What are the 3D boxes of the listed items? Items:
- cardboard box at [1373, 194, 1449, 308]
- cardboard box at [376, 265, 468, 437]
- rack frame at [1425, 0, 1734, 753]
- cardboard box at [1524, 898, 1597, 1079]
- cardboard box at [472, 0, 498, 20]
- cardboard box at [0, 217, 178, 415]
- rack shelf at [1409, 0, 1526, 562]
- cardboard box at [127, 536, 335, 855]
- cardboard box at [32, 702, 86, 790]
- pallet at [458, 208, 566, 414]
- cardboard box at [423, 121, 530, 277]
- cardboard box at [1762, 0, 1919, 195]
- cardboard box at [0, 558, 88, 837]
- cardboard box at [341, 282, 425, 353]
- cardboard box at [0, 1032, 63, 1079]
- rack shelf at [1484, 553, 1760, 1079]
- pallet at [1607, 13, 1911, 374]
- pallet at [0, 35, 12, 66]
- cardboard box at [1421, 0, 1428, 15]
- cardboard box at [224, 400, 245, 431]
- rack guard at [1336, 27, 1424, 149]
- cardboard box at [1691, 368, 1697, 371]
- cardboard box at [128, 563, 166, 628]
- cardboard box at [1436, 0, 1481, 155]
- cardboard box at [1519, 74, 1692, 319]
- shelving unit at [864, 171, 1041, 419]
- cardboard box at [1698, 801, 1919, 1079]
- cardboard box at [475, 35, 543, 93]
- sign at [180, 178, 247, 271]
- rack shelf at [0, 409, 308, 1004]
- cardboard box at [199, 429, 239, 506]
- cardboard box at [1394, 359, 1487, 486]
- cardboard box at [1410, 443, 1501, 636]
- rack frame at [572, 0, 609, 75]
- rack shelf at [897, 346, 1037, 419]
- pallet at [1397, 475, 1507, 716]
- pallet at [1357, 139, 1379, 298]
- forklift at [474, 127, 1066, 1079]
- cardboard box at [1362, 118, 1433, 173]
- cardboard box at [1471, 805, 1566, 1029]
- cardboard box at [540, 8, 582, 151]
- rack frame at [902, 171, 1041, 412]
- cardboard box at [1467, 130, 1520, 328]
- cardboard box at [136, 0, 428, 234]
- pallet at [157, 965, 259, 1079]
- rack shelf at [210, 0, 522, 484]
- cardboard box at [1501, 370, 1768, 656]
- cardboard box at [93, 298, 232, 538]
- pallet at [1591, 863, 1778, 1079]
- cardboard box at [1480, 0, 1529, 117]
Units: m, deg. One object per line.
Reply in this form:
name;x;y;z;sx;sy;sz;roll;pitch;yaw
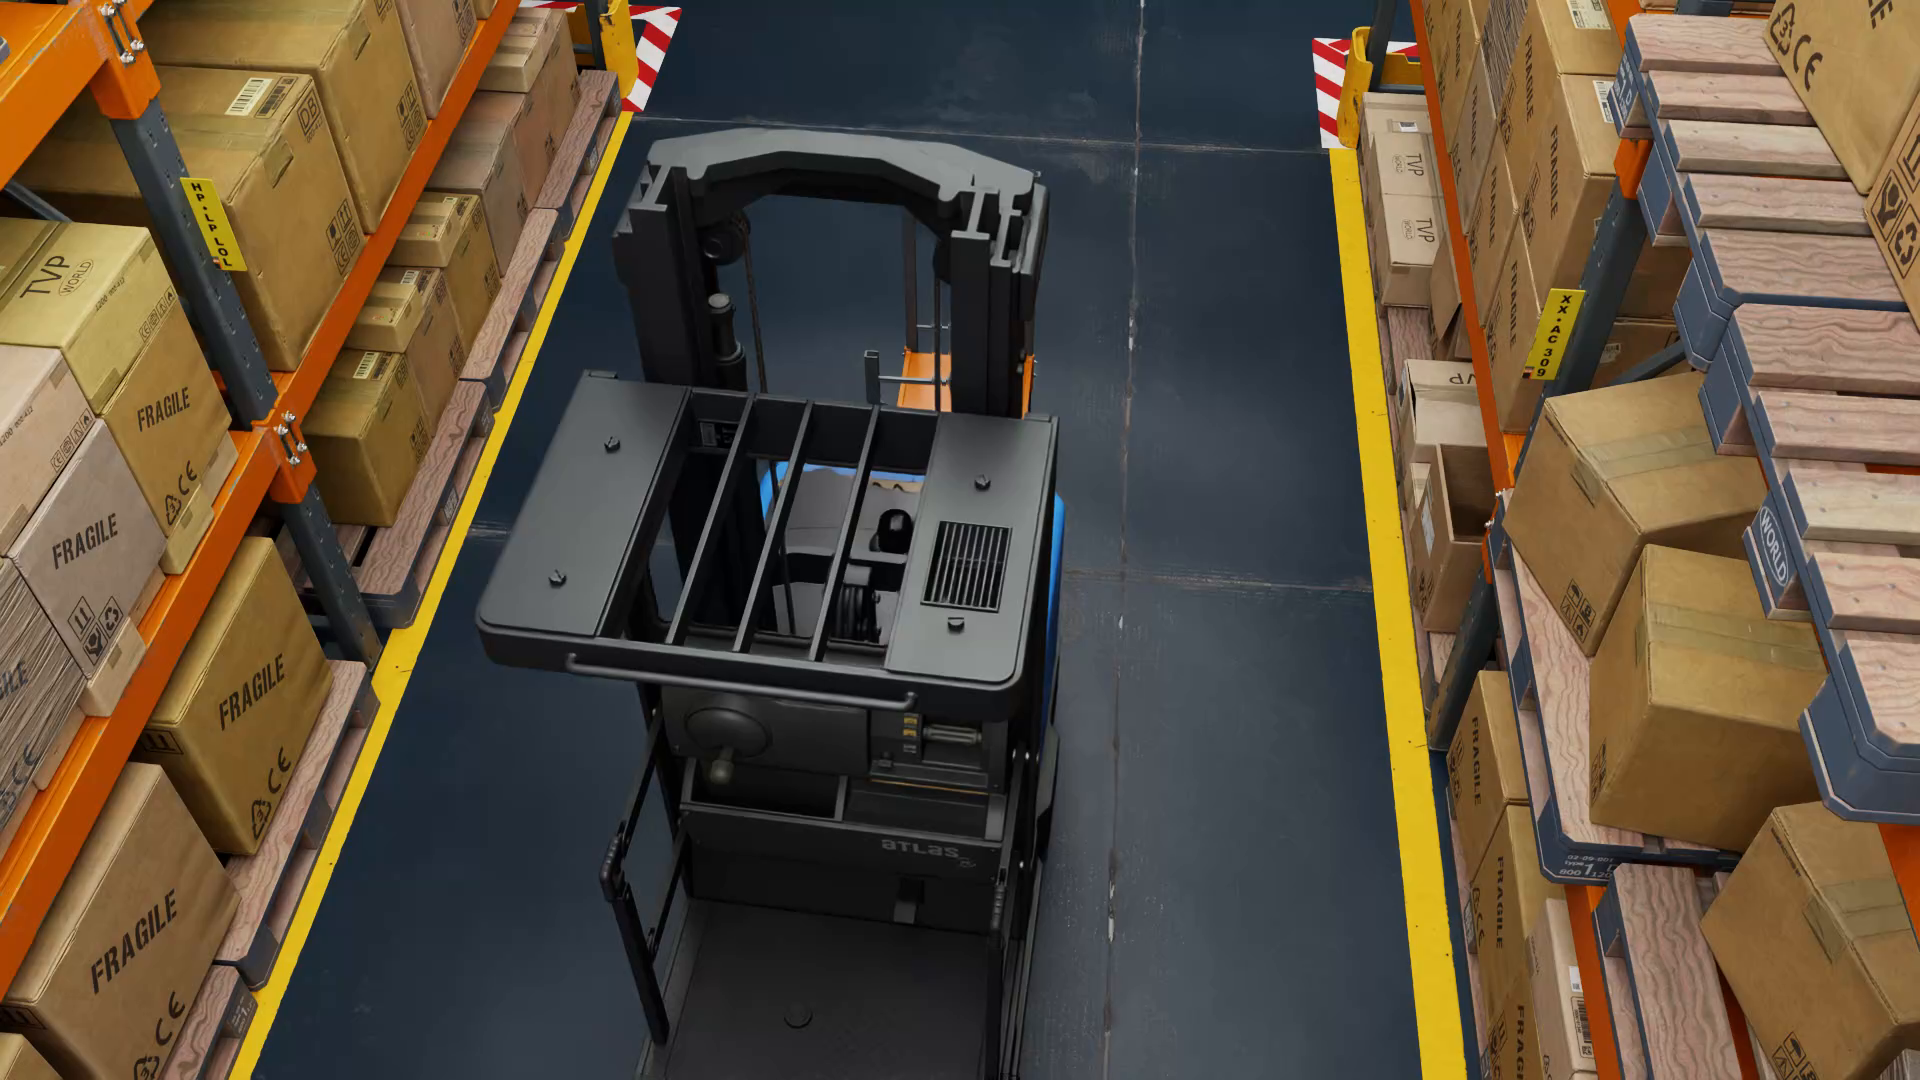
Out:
cardboard box;2.155;-1.297;7.495;0.500;0.250;0.500;4;48;4
cardboard box;-2.501;-0.793;6.878;0.700;0.500;0.500;3;48;3
rack frame;2.213;-0.253;4.974;1.000;3.000;0.127;4;48;4
cardboard box;1.835;1.263;4.476;0.500;0.250;0.500;4;48;4
cardboard box;-2.447;-2.713;7.021;0.980;0.700;0.700;4;48;3
cardboard box;-2.508;-0.617;4.516;0.500;0.250;0.500;5;48;4
rack shelf;2.396;-1.480;6.584;1.077;0.370;4.000;4;48;4
cardboard box;-2.650;0.487;5.470;0.750;0.750;0.750;4;48;4
cardboard box;-2.591;0.510;4.434;0.380;0.149;0.250;4;48;4
pallet;-2.464;-1.095;7.634;1.003;0.211;1.213;4;48;4
cardboard box;-2.410;-1.562;7.581;0.700;0.500;0.500;2;48;2
cardboard box;2.094;-1.109;3.305;0.600;0.600;0.600;0;48;0
cardboard box;-2.602;0.376;4.116;0.500;0.500;0.500;4;48;4
cardboard box;-2.337;-0.882;6.520;0.380;0.149;0.250;5;48;5
cardboard box;-2.801;1.765;4.301;0.750;0.750;0.750;4;48;3
rack shelf;2.031;1.460;3.896;1.077;0.370;4.000;4;48;4
pallet;2.084;-0.727;3.503;1.213;0.211;1.003;4;48;4
pallet;-2.755;-0.854;3.621;0.805;0.209;1.217;2;48;2
cardboard box;2.233;-2.538;6.997;0.500;0.500;0.500;3;48;3
cardboard box;-2.761;-0.550;6.216;0.380;0.149;0.250;4;48;3
rack guard;2.571;-2.293;8.534;1.175;0.500;0.348;4;48;4
cardboard box;2.531;-0.643;5.263;0.500;0.500;0.500;5;48;5
cardboard box;-2.537;0.137;4.775;0.380;0.149;0.250;5;48;5
cardboard box;2.137;-1.802;6.324;0.500;0.500;0.500;4;48;4
cardboard box;2.002;-1.013;4.924;0.500;0.500;0.500;4;48;4
shelving unit;-0.007;-0.450;6.171;0.587;1.500;1.083;4;48;4
cardboard box;2.114;0.874;3.591;0.700;0.500;0.500;-7;48;-6
cardboard box;-2.173;-2.224;7.747;0.380;0.149;0.250;5;48;5
sign;-2.179;-0.918;4.852;0.100;0.325;0.005;4;48;4
rack shelf;-2.902;1.129;4.198;1.077;0.370;4.000;4;48;4
cardboard box;-2.469;-0.238;5.117;0.380;0.149;0.250;4;48;4
cardboard box;2.051;-0.483;6.709;0.500;0.311;0.500;4;48;4
cardboard box;1.983;0.005;6.135;0.500;0.500;0.500;4;48;4
rack frame;-2.356;-3.523;7.965;1.000;3.000;0.127;4;48;4
rack shelf;-0.008;-0.322;6.298;0.538;0.185;1.000;4;48;4
pallet;2.277;0.184;6.465;1.003;0.211;1.213;4;48;4
pallet;2.499;-1.609;8.105;1.003;0.211;1.213;4;48;4
forklift;-0.360;0.586;4.253;1.130;2.935;3.031;6;48;6
cardboard box;2.175;-1.916;8.118;0.380;0.166;0.250;4;48;4
cardboard box;1.889;1.174;5.065;0.500;0.500;0.500;4;48;4
cardboard box;-2.320;-2.300;8.256;0.700;0.500;0.500;4;48;4
rack frame;0.039;-0.817;6.507;0.500;1.500;0.032;4;48;4
cardboard box;2.049;-1.050;5.636;0.500;0.500;0.500;5;48;5
cardboard box;-2.582;-1.618;6.020;0.980;0.700;0.700;3;48;3
pallet;-2.824;1.829;4.960;1.003;0.211;1.213;4;48;4
rack shelf;-2.538;-1.810;6.886;1.077;0.370;4.000;4;48;4
cardboard box;1.947;-0.095;4.478;0.700;0.500;0.500;-11;48;-10
cardboard box;-2.511;-0.368;4.797;0.500;0.500;0.500;3;48;3
pallet;2.021;1.322;3.664;1.003;0.211;1.213;4;48;4
cardboard box;2.092;-1.760;5.608;0.500;0.500;0.500;4;48;4
